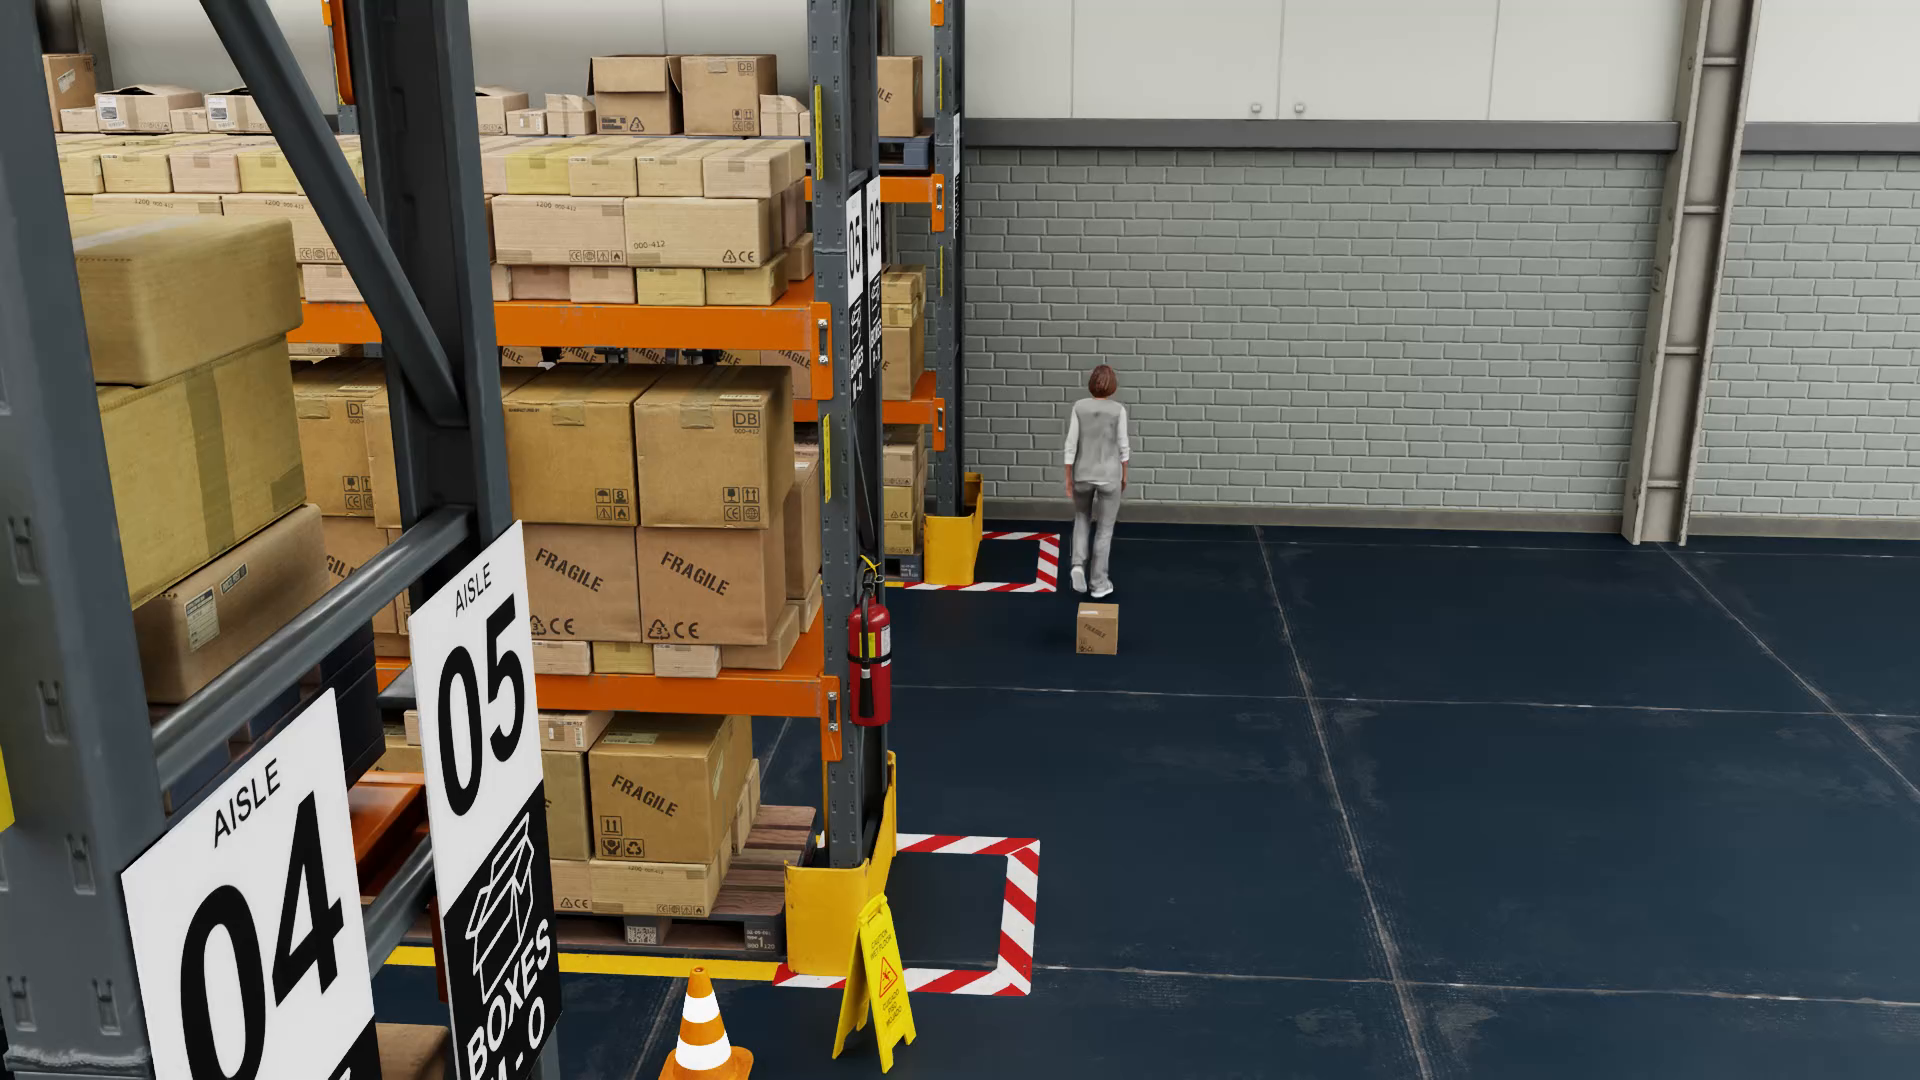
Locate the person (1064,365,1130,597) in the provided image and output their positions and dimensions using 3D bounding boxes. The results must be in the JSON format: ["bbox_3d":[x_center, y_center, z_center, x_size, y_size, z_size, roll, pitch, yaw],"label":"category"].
[{"bbox_3d":[0.927,-0.398,11.261,0.420,1.611,0.427,6,19,17],"label":"person"}]
